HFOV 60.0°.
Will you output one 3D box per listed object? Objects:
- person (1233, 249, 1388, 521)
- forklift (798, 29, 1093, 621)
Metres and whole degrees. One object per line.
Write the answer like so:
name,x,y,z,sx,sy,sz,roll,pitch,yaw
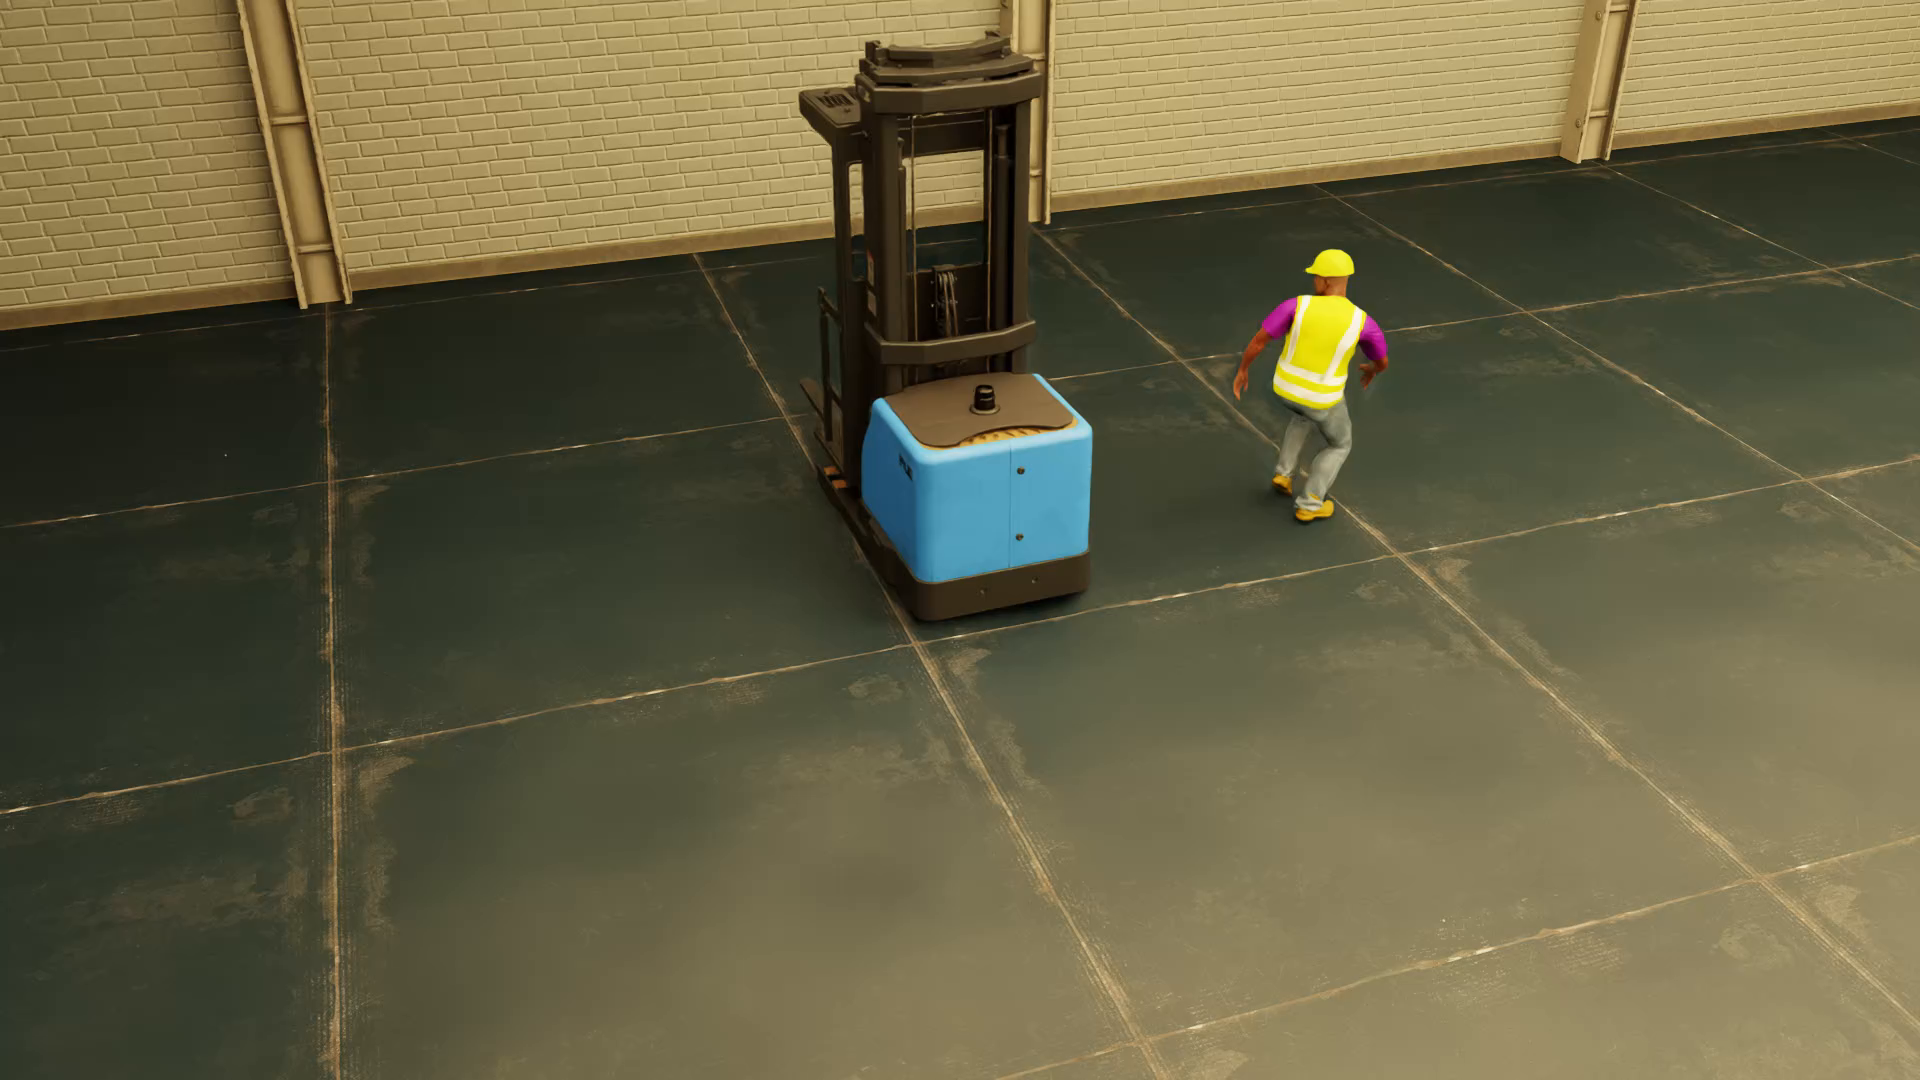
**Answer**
person,2.123,-0.910,9.943,0.753,1.713,0.753,21,36,32
forklift,-0.263,-1.547,9.776,1.130,2.935,3.031,-11,32,-18
